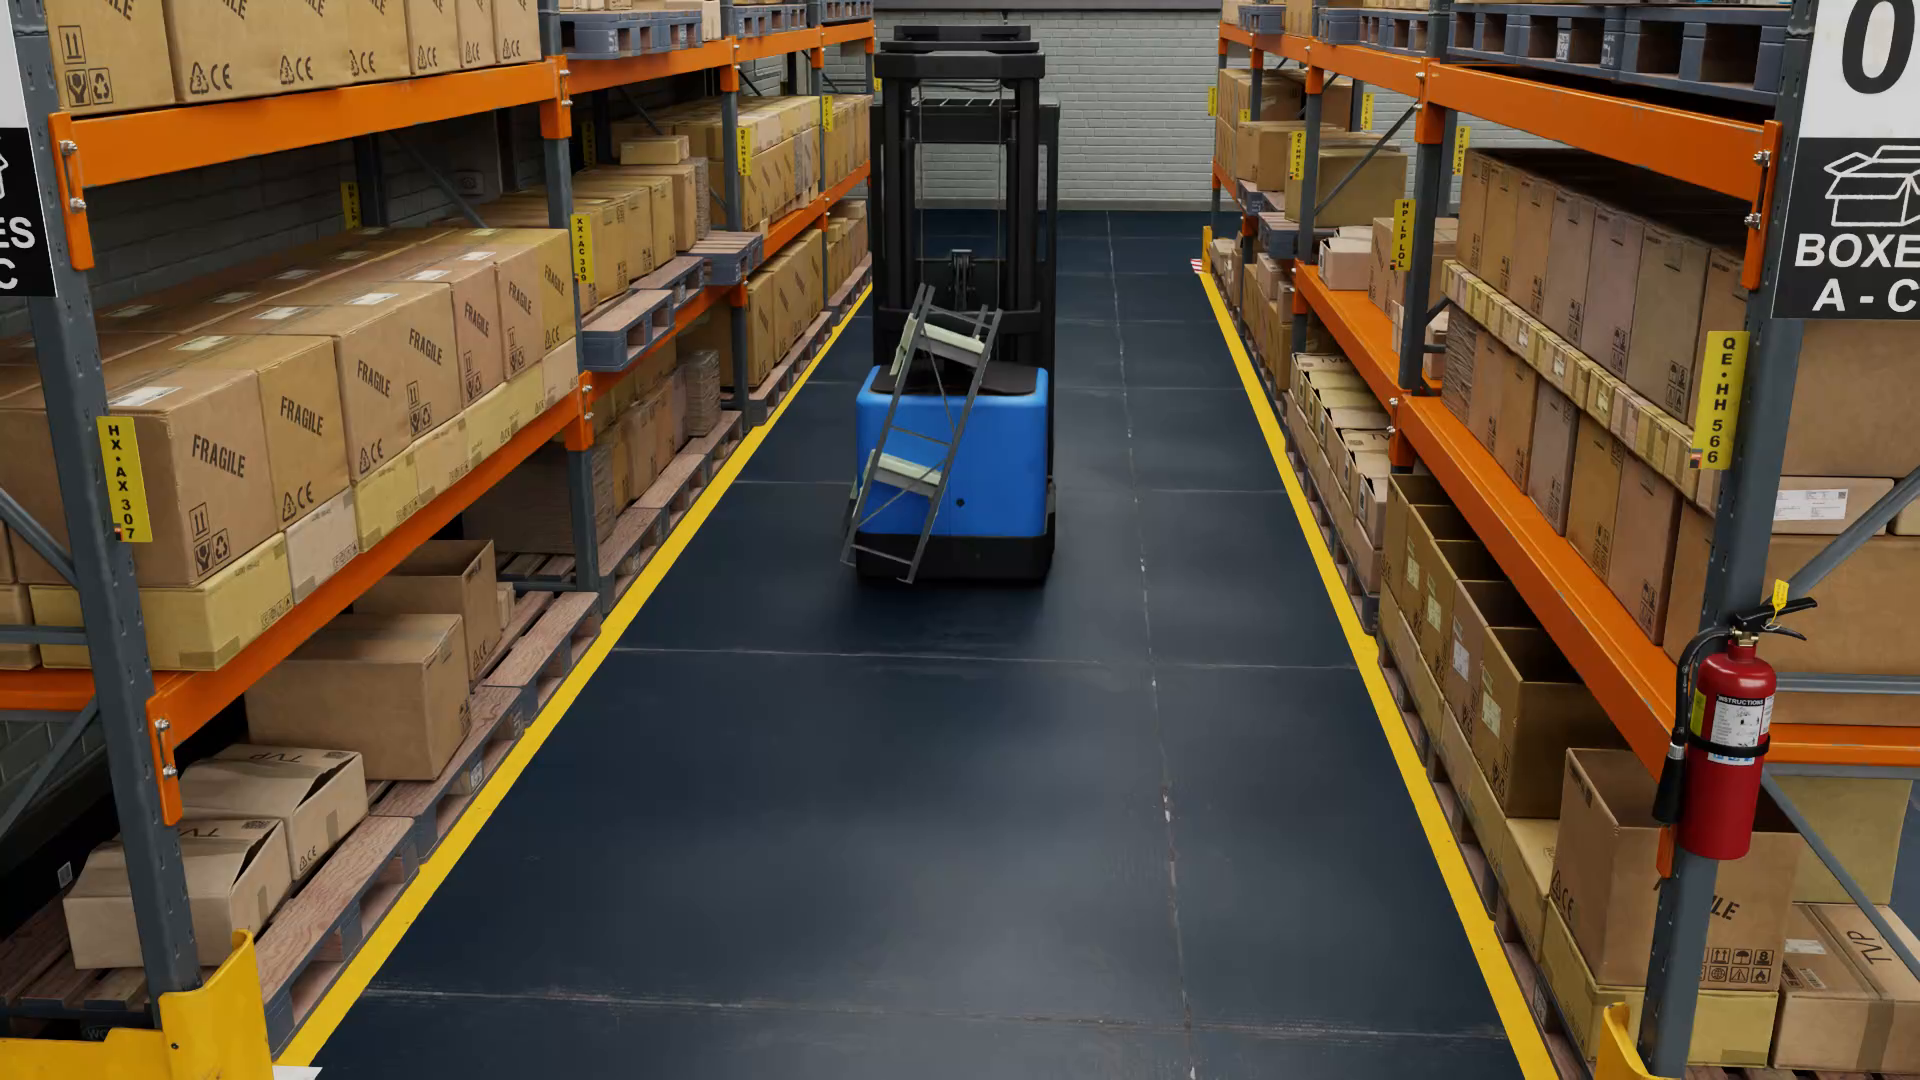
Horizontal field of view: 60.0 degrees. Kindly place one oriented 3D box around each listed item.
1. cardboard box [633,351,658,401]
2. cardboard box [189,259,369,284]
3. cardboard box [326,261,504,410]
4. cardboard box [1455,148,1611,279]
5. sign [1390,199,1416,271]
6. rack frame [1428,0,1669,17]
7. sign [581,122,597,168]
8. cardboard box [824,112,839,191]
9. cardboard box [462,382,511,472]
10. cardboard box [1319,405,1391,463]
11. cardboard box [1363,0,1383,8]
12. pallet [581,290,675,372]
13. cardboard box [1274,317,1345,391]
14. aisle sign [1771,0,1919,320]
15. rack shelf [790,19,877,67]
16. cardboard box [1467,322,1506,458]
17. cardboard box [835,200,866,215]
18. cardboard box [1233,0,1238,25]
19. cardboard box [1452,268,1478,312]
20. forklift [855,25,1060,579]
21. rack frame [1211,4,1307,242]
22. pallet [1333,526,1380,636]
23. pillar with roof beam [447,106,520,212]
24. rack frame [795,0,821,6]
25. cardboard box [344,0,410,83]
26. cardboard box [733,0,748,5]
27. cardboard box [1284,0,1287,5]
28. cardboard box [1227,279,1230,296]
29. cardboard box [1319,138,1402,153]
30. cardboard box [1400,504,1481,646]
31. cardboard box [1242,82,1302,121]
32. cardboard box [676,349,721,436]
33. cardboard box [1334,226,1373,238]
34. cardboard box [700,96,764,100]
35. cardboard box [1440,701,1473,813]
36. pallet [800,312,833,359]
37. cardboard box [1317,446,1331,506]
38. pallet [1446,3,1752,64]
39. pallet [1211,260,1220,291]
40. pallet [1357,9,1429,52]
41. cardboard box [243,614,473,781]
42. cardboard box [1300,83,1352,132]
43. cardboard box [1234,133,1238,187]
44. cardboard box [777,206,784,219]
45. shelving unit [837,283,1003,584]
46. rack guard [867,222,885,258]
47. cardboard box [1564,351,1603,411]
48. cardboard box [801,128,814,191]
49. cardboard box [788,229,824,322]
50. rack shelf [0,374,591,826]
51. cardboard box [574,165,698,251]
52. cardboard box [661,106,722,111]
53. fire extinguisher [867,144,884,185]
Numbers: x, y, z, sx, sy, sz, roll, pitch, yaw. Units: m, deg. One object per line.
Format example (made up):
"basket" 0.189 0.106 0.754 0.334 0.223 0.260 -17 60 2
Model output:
"cardboard box" -2.203 -1.053 10.423 0.500 0.250 0.500 1 18 4
"cardboard box" -2.679 -0.832 6.648 0.500 0.500 0.500 2 18 5
"cardboard box" -2.157 -0.823 6.622 0.500 0.500 0.500 1 18 2
"cardboard box" 2.561 -1.410 7.165 0.700 0.500 0.500 1 18 4
"sign" 2.044 -1.406 7.664 0.100 0.325 0.005 1 18 4
"rack frame" 2.586 -3.735 6.870 1.000 3.000 0.127 1 18 4
"sign" -2.622 -2.797 11.784 0.100 0.325 0.005 1 18 4
"cardboard box" -1.726 -3.789 16.187 0.980 0.700 0.700 2 18 5
"cardboard box" -2.151 -0.467 6.739 0.500 0.250 0.500 1 18 4
"cardboard box" 2.438 -0.648 9.925 0.500 0.311 0.500 1 18 3
"cardboard box" 2.896 -3.538 10.652 0.500 0.250 0.500 0 18 0
"pallet" -2.155 -1.136 8.882 1.003 0.211 1.213 1 18 4
"cardboard box" 2.706 -1.443 12.818 0.500 0.500 0.500 2 18 6
"aisle sign" 2.002 -0.863 3.565 0.394 0.787 0.004 1 18 4
"rack shelf" -1.638 -5.183 17.261 1.077 0.370 4.000 1 18 4
"cardboard box" 2.529 -0.630 6.867 0.700 0.500 0.500 1 18 3
"cardboard box" -1.273 -3.777 18.930 0.380 0.149 0.250 1 18 3
"cardboard box" 3.043 -5.346 16.843 0.500 0.250 0.500 1 18 4
"cardboard box" 2.356 -1.083 7.208 0.380 0.149 0.250 2 18 5
"forklift" 0.040 -1.589 10.064 1.130 2.935 3.031 1 18 3
"rack frame" 3.446 -4.611 19.178 1.000 3.000 0.127 1 18 4
"pallet" 2.600 0.211 8.939 1.003 0.211 1.213 1 18 4
"pillar with roof beam" 1.270 -4.606 9.528 9.100 9.000 0.400 1 18 4
"rack frame" -1.782 -6.329 14.786 1.000 3.000 0.127 1 18 4
"cardboard box" -2.244 -1.826 5.669 0.500 0.500 0.500 2 18 7
"cardboard box" -2.053 -4.407 12.871 0.700 0.500 0.500 2 18 7
"cardboard box" 3.025 -4.726 13.715 0.600 0.600 0.600 1 18 3
"cardboard box" 2.885 -2.524 16.681 0.380 0.149 0.250 1 18 4
"cardboard box" 3.062 -2.851 12.973 0.700 0.500 0.500 5 19 14
"cardboard box" 2.213 0.159 7.157 0.500 0.500 0.500 1 18 4
"cardboard box" 2.938 -4.054 15.712 0.500 0.500 0.500 1 18 4
"cardboard box" -2.068 -1.032 11.564 0.700 0.500 0.500 2 18 5
"cardboard box" 2.803 -1.972 11.267 0.500 0.311 0.500 2 18 7
"cardboard box" -2.074 -3.896 15.120 0.500 0.250 0.500 2 18 6
"cardboard box" 2.139 0.826 6.326 0.500 0.250 0.500 1 18 4
"pallet" -1.762 -1.912 15.418 1.003 0.211 1.213 1 18 4
"cardboard box" 2.439 -0.386 10.026 0.500 0.250 0.500 2 18 5
"pallet" 2.551 -2.002 6.540 1.003 0.211 1.213 1 18 4
"pallet" 3.385 -3.015 18.784 1.003 0.211 1.213 1 18 4
"pallet" 2.836 -2.902 9.448 1.003 0.211 1.213 2 18 6
"cardboard box" -2.359 0.611 6.549 0.700 0.500 0.500 0 18 0
"cardboard box" 3.474 -4.031 15.643 0.500 0.500 0.500 2 18 5
"cardboard box" 2.975 -3.737 16.351 0.500 0.500 0.500 2 18 5
"cardboard box" -1.689 -2.781 13.965 0.380 0.149 0.250 2 18 6
"shelving unit" -0.235 -0.595 8.945 0.431 1.500 0.755 18 8 -8
"rack guard" -1.493 -3.540 19.924 1.175 0.500 0.348 1 18 4
"cardboard box" 2.228 -0.523 5.498 0.380 0.149 0.250 2 18 5
"cardboard box" -1.590 -3.369 14.717 0.500 0.500 0.500 1 18 4
"cardboard box" -1.699 -2.451 15.365 0.750 0.750 0.750 1 18 5
"rack shelf" -2.499 -0.030 6.354 1.077 0.370 4.000 1 18 4
"cardboard box" -2.105 -2.172 10.867 0.700 0.500 0.500 0 18 -1
"cardboard box" -2.178 -3.415 13.654 0.500 0.250 0.500 1 18 3
"fire extinguisher" -1.024 -4.543 19.693 0.296 0.674 0.183 1 18 4
